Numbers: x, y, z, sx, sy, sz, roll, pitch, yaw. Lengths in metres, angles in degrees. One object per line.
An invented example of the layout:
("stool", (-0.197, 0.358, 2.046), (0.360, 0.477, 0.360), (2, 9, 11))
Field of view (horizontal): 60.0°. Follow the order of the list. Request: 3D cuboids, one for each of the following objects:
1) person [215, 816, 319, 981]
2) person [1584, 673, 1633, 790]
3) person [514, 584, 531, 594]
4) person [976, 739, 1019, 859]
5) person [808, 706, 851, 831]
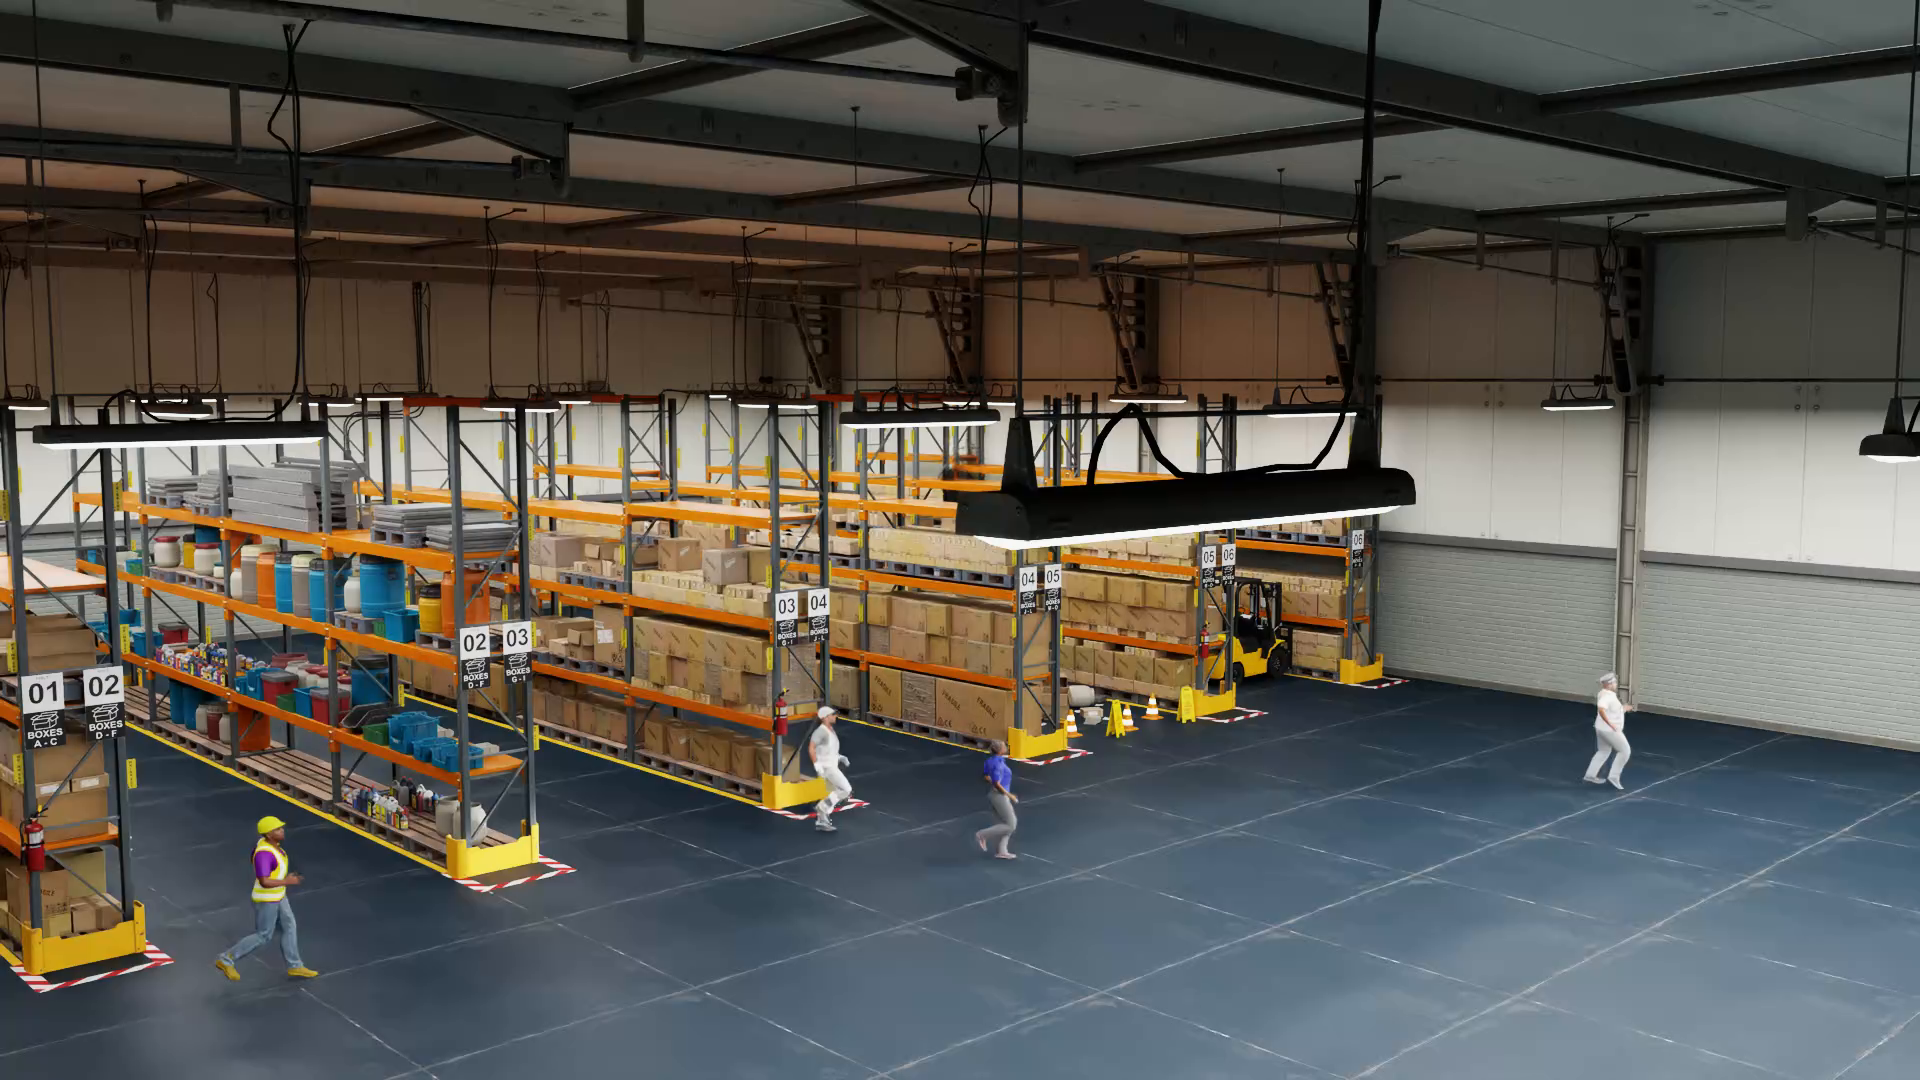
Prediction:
("person", (-7.280, 3.768, 17.431), (0.975, 1.771, 0.710), (-1, 6, -14))
("person", (10.083, 2.972, 25.760), (0.714, 1.844, 0.637), (0, 6, -1))
("person", (-10.678, 1.642, 40.074), (0.709, 1.667, 0.552), (4, 7, 33))
("person", (0.465, 3.472, 21.892), (0.590, 1.520, 0.565), (-2, 6, -16))
("person", (-1.806, 3.209, 23.450), (0.569, 1.713, 0.712), (0, 6, 4))
